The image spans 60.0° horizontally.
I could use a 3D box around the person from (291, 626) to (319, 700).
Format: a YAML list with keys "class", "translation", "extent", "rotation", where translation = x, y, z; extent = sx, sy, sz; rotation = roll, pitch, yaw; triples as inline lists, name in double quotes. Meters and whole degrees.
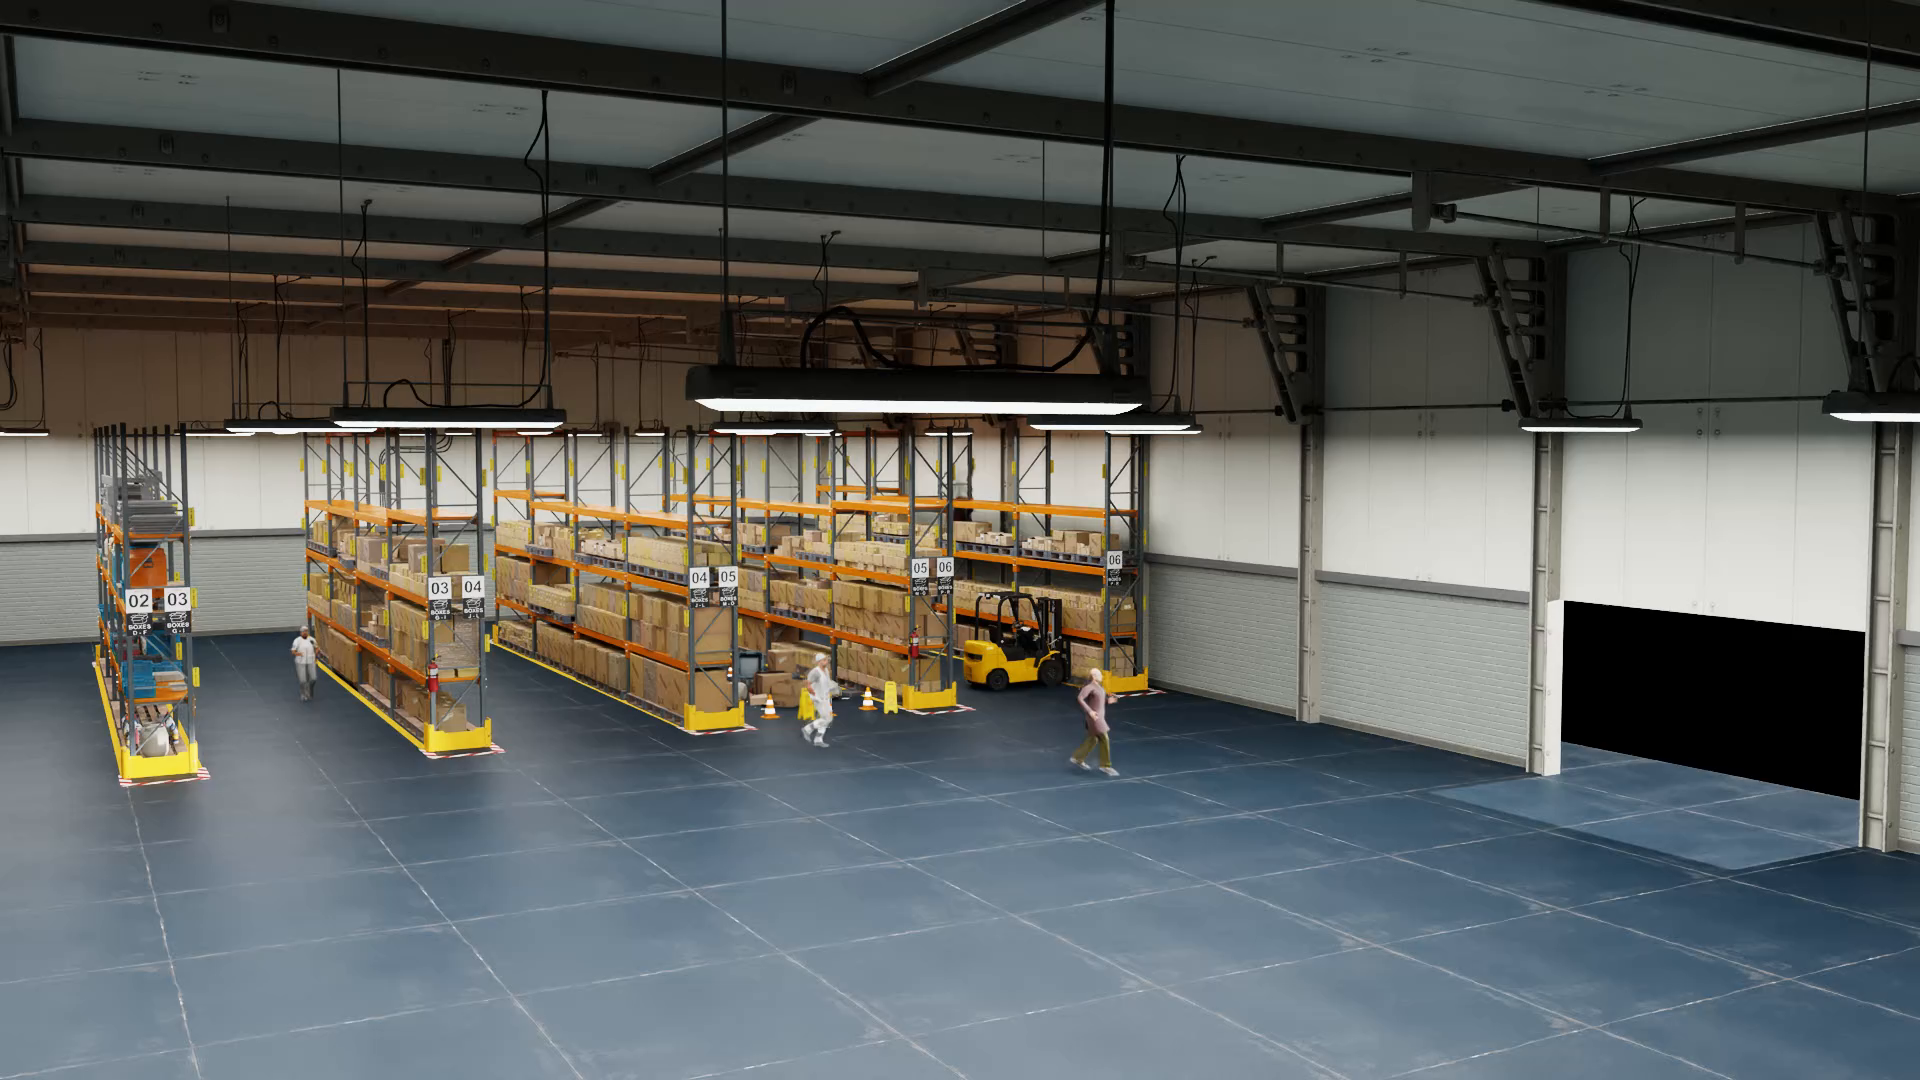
- class: "person"
  translation: [-14.274, 2.702, 36.325]
  extent: [0.591, 1.638, 0.576]
  rotation: [-2, 4, -30]

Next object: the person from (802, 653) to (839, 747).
- class: "person"
  translation: [-2.591, 2.975, 30.994]
  extent: [0.631, 1.751, 0.645]
  rotation: [1, 4, 17]

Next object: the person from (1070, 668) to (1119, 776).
- class: "person"
  translation: [2.300, 3.103, 28.451]
  extent: [0.877, 1.822, 0.694]
  rotation: [1, 4, 13]
